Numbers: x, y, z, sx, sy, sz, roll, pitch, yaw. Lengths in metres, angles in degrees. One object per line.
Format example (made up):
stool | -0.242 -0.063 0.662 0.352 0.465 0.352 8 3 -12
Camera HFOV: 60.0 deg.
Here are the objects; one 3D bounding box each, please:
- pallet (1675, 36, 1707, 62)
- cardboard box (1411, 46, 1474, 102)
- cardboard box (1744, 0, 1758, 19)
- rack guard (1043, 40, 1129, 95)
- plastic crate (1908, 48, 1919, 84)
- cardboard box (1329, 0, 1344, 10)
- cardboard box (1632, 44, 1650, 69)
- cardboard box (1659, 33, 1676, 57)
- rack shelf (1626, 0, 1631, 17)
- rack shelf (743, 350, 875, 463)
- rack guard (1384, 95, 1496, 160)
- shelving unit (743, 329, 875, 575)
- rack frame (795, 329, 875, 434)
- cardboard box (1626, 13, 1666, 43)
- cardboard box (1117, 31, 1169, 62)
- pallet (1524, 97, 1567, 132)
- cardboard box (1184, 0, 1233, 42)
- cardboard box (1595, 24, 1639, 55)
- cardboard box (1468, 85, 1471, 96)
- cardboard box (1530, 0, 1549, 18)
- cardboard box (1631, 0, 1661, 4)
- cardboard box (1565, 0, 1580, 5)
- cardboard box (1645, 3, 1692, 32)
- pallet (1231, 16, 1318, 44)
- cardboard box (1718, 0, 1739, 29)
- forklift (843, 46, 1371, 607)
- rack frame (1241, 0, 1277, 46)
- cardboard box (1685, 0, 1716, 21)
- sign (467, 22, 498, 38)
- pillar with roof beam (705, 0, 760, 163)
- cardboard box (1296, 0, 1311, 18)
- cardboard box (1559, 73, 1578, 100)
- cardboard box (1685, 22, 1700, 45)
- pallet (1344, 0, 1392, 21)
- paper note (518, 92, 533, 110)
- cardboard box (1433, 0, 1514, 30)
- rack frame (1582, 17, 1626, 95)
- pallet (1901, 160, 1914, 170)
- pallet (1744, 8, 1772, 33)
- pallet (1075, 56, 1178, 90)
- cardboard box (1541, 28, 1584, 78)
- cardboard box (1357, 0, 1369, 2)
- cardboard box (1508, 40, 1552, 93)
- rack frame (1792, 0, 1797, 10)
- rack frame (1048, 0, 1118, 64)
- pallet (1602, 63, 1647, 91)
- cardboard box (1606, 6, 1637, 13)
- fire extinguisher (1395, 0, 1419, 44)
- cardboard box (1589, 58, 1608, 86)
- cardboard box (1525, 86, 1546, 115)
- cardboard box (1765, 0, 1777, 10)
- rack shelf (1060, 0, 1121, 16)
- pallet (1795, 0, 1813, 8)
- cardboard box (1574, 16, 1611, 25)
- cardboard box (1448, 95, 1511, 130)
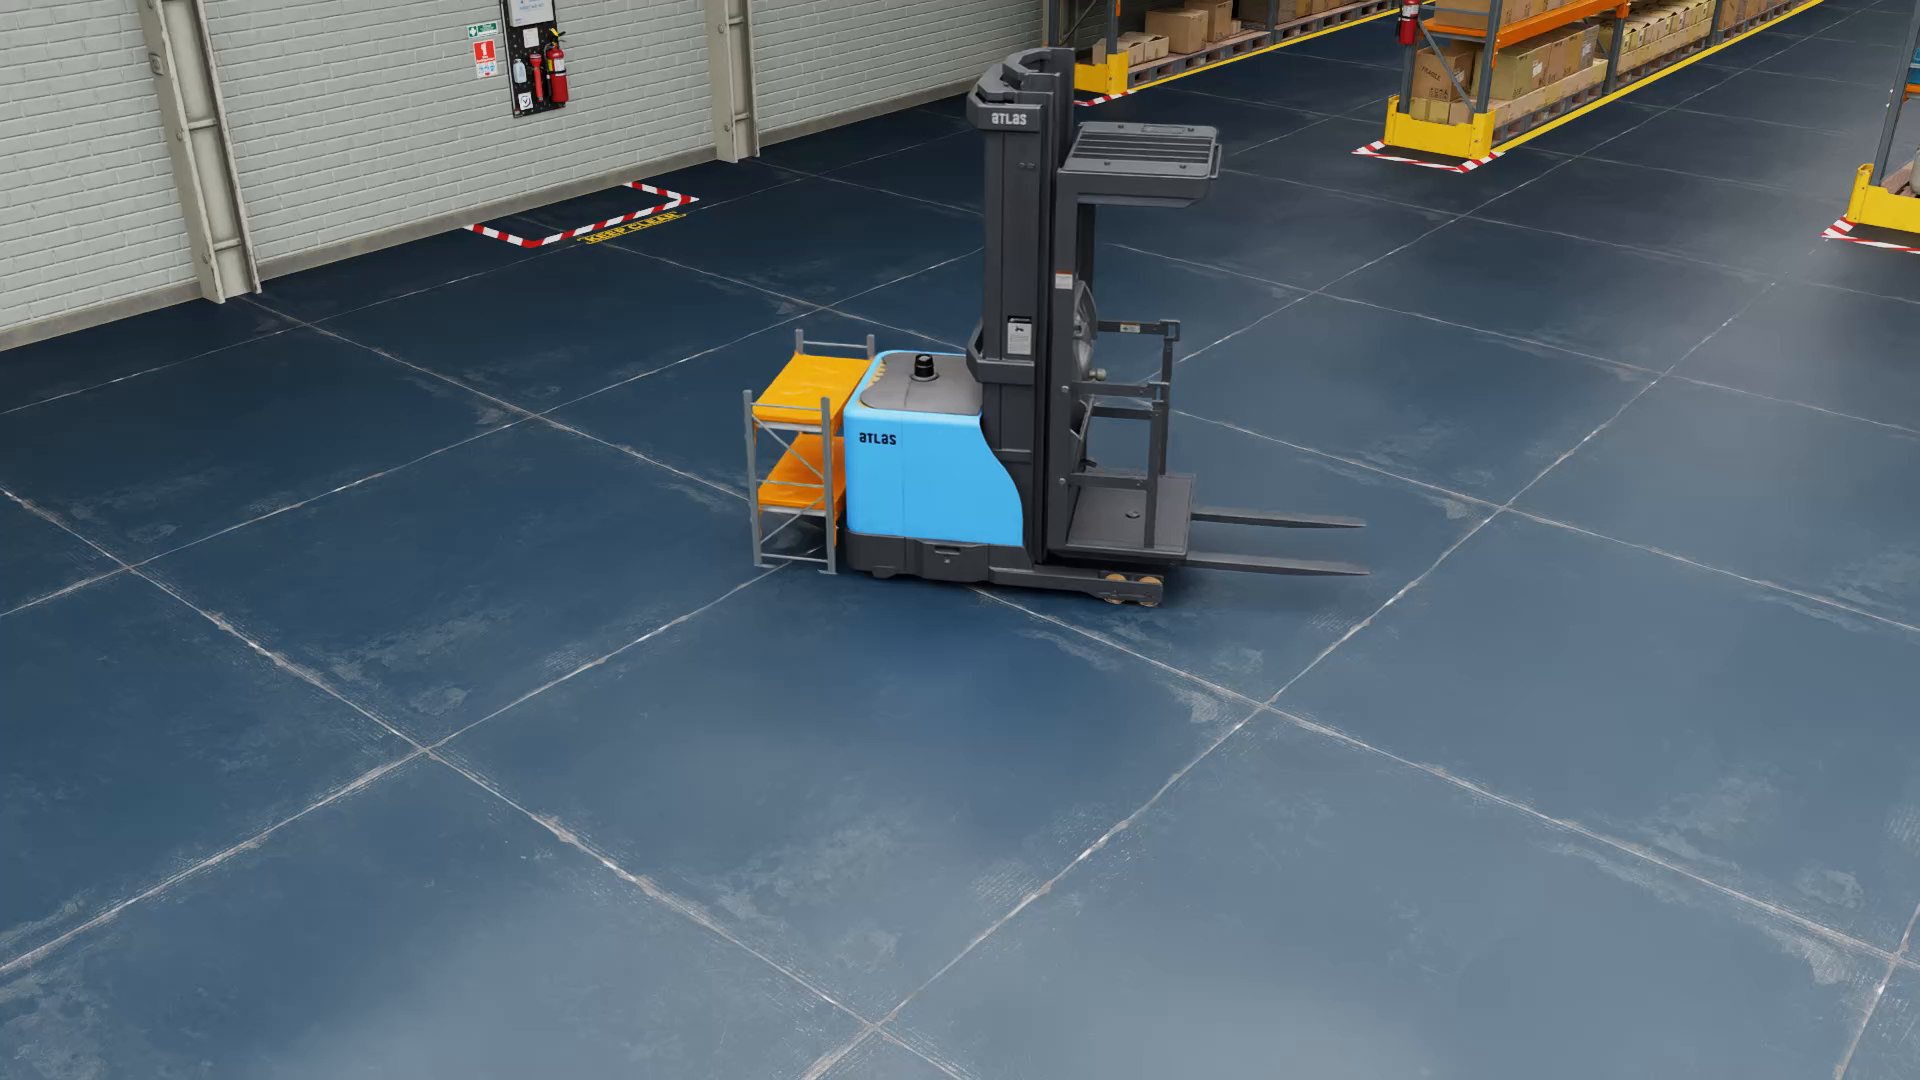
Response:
pallet | 9.929 -7.079 23.704 1.003 0.211 1.213 21 34 34
cardboard box | 5.506 -5.337 19.022 0.500 0.500 0.500 21 34 34
cardboard box | 11.645 -8.125 24.933 0.500 0.500 0.500 20 34 34
rack guard | 1.618 -6.125 21.545 1.175 0.500 0.348 21 34 34
plastic crate | 9.302 -4.512 15.868 0.499 0.251 0.616 21 34 34
cardboard box | 5.529 -8.526 25.708 0.700 0.500 0.500 21 34 34
cardboard box | 8.713 -6.397 21.886 0.500 0.250 0.500 22 34 36
cardboard box | 9.364 -6.761 22.590 0.500 0.250 0.500 22 34 35
rack shelf | 9.211 -7.569 22.400 1.077 0.370 4.000 21 34 34
rack shelf | -0.878 -0.813 9.960 0.538 0.278 1.000 6 28 11
rack guard | 5.379 -4.643 18.681 1.175 0.500 0.348 21 34 34
shelving unit | -0.878 -0.553 10.095 0.538 1.125 1.048 6 28 11
rack frame | -0.774 -0.782 10.537 0.500 1.125 0.032 6 28 11
cardboard box | 9.045 -6.828 22.109 0.500 0.311 0.500 19 33 33
cardboard box | 2.442 -6.630 22.250 0.500 0.311 0.500 24 36 38
pallet | 6.625 -5.237 20.144 1.003 0.211 1.213 21 34 34
cardboard box | 3.485 -7.332 23.400 0.500 0.500 0.500 18 32 31
cardboard box | 8.394 -6.468 21.413 0.500 0.311 0.500 21 34 35
cardboard box | 5.816 -5.184 19.542 0.500 0.250 0.500 21 34 34
cardboard box | 6.352 -6.330 19.112 0.700 0.500 0.500 21 34 35
cardboard box | 9.596 -7.524 23.454 0.500 0.311 0.500 20 33 33
cardboard box | 7.009 -6.700 19.827 0.700 0.500 0.500 21 34 35
cardboard box | 9.691 -7.190 22.810 0.500 0.311 0.500 20 34 34
pallet | 4.608 -7.664 24.836 1.003 0.211 1.213 21 34 34
cardboard box | 10.993 -7.761 24.230 0.500 0.500 0.500 22 35 36
forklift | 0.891 -1.186 9.353 3.031 2.935 1.130 5 28 9
rack frame | 4.114 -8.626 23.660 1.000 3.000 0.127 21 34 34
cardboard box | 10.340 -7.555 23.514 0.500 0.311 0.500 22 34 36
sign | -4.492 -4.801 15.651 0.001 0.109 0.331 21 34 34
pillar with roof beam | 0.853 -6.988 13.965 9.100 9.000 0.400 21 34 34
cardboard box | 4.859 -8.175 25.030 0.700 0.500 0.500 20 33 33
cardboard box | 7.180 -5.561 20.270 0.500 0.250 0.500 21 34 34
cardboard box | 10.011 -7.122 23.288 0.500 0.250 0.500 20 34 34
pallet | 6.160 -8.529 26.508 1.003 0.211 1.213 21 34 34
paper note | -4.236 -4.283 16.223 0.016 0.148 0.142 21 34 34
cardboard box | 5.701 -5.968 18.413 0.700 0.500 0.500 21 34 34
rack frame | 7.939 -7.180 20.864 1.000 3.000 0.127 21 34 34
pallet | 10.523 -3.832 17.428 1.003 0.211 1.213 21 34 34
pallet | 11.763 -8.044 25.569 1.003 0.211 1.213 21 34 34
pallet | 2.162 -6.274 22.149 1.003 0.211 1.213 21 34 34
cardboard box | 7.170 -5.898 20.105 0.500 0.500 0.500 21 34 34
cardboard box | 6.240 -8.859 26.352 0.700 0.500 0.500 21 34 35
cardboard box | 6.532 -5.544 19.422 0.500 0.500 0.500 21 34 34
rack frame | 13.027 -10.016 26.347 1.000 3.000 0.127 21 34 34
rack frame | 1.570 -7.208 20.919 1.000 3.000 0.127 21 34 34
pallet | 8.377 -6.214 22.032 1.003 0.211 1.213 21 34 34
cardboard box | 8.943 -7.161 22.754 0.500 0.311 0.500 20 34 34
fire extinguisher | 4.961 -5.821 18.322 0.296 0.674 0.183 21 34 34
cardboard box | 7.812 -5.917 20.958 0.500 0.250 0.500 21 34 34
cardboard box | 6.541 -5.208 19.587 0.500 0.250 0.500 21 34 34
cardboard box | 12.294 -8.492 25.643 0.500 0.500 0.500 21 34 35
rack shelf | 2.842 -7.598 22.455 1.077 0.370 4.000 21 34 34
pallet | 13.465 -9.021 27.458 1.003 0.211 1.213 21 34 34
cardboard box | 8.301 -6.808 22.071 0.500 0.311 0.500 22 34 36
cardboard box | 5.907 -4.852 18.900 0.500 0.250 0.500 21 34 34
